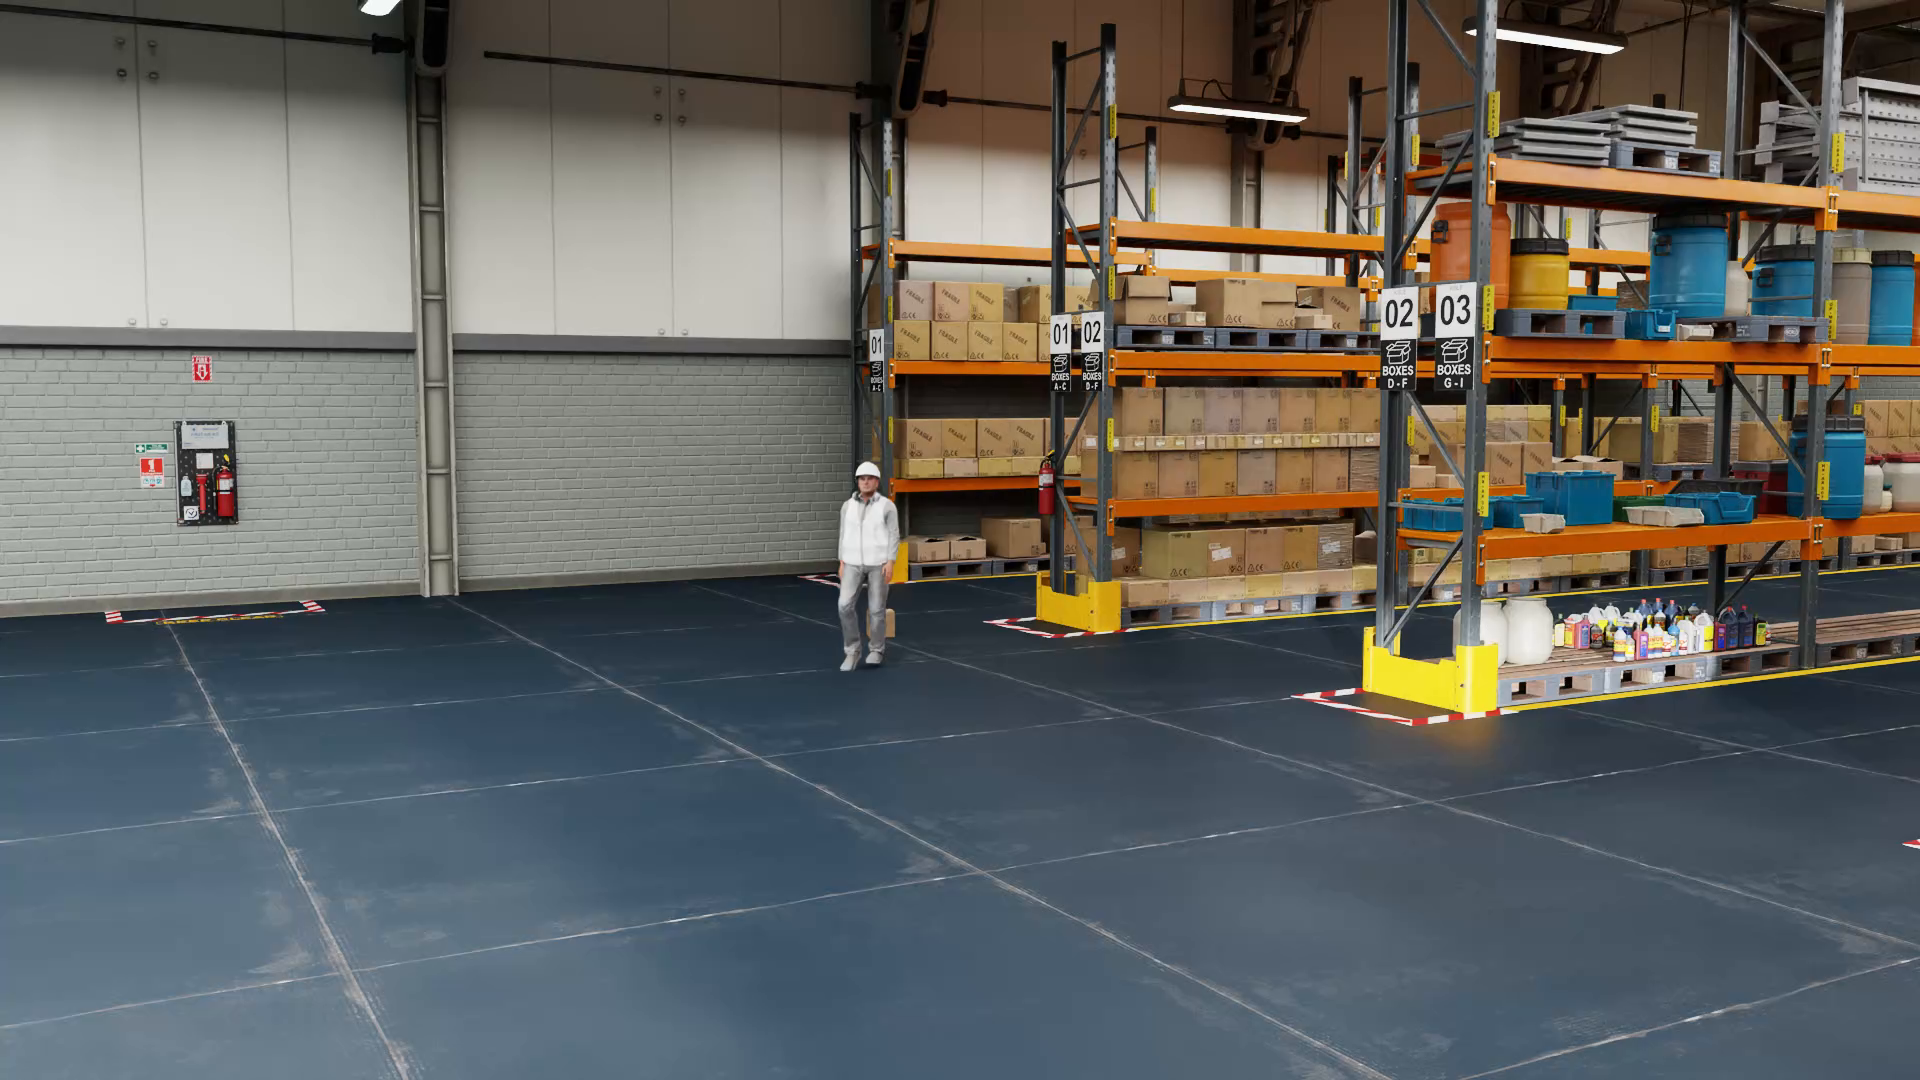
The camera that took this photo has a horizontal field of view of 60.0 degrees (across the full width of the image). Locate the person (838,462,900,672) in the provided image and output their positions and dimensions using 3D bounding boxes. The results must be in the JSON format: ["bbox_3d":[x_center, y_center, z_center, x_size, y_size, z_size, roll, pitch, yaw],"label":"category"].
[{"bbox_3d":[-0.800,0.246,14.388,0.572,1.836,0.536,1,5,11],"label":"person"}]
